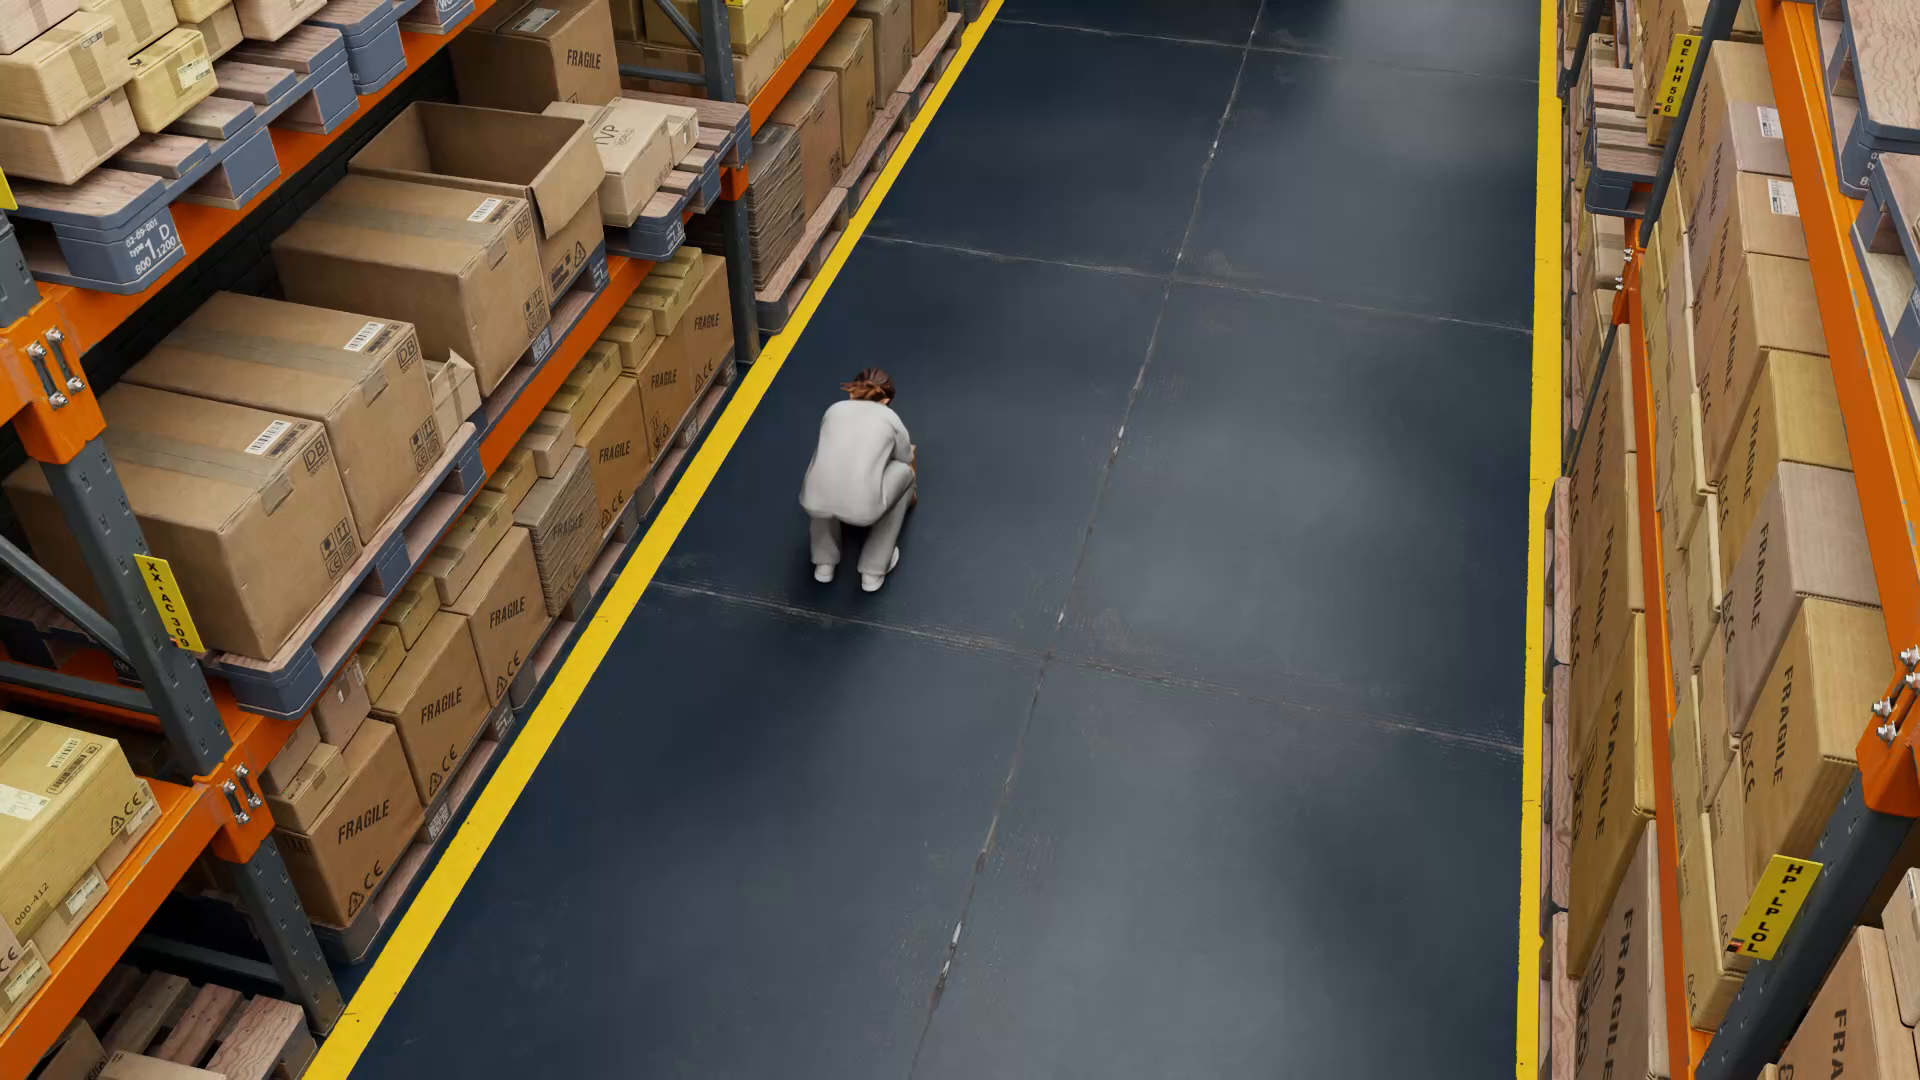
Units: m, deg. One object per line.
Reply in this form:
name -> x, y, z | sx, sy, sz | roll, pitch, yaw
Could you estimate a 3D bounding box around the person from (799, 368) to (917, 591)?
person -> -0.431, -0.262, 7.177 | 0.459, 0.762, 0.867 | 8, 42, 10
